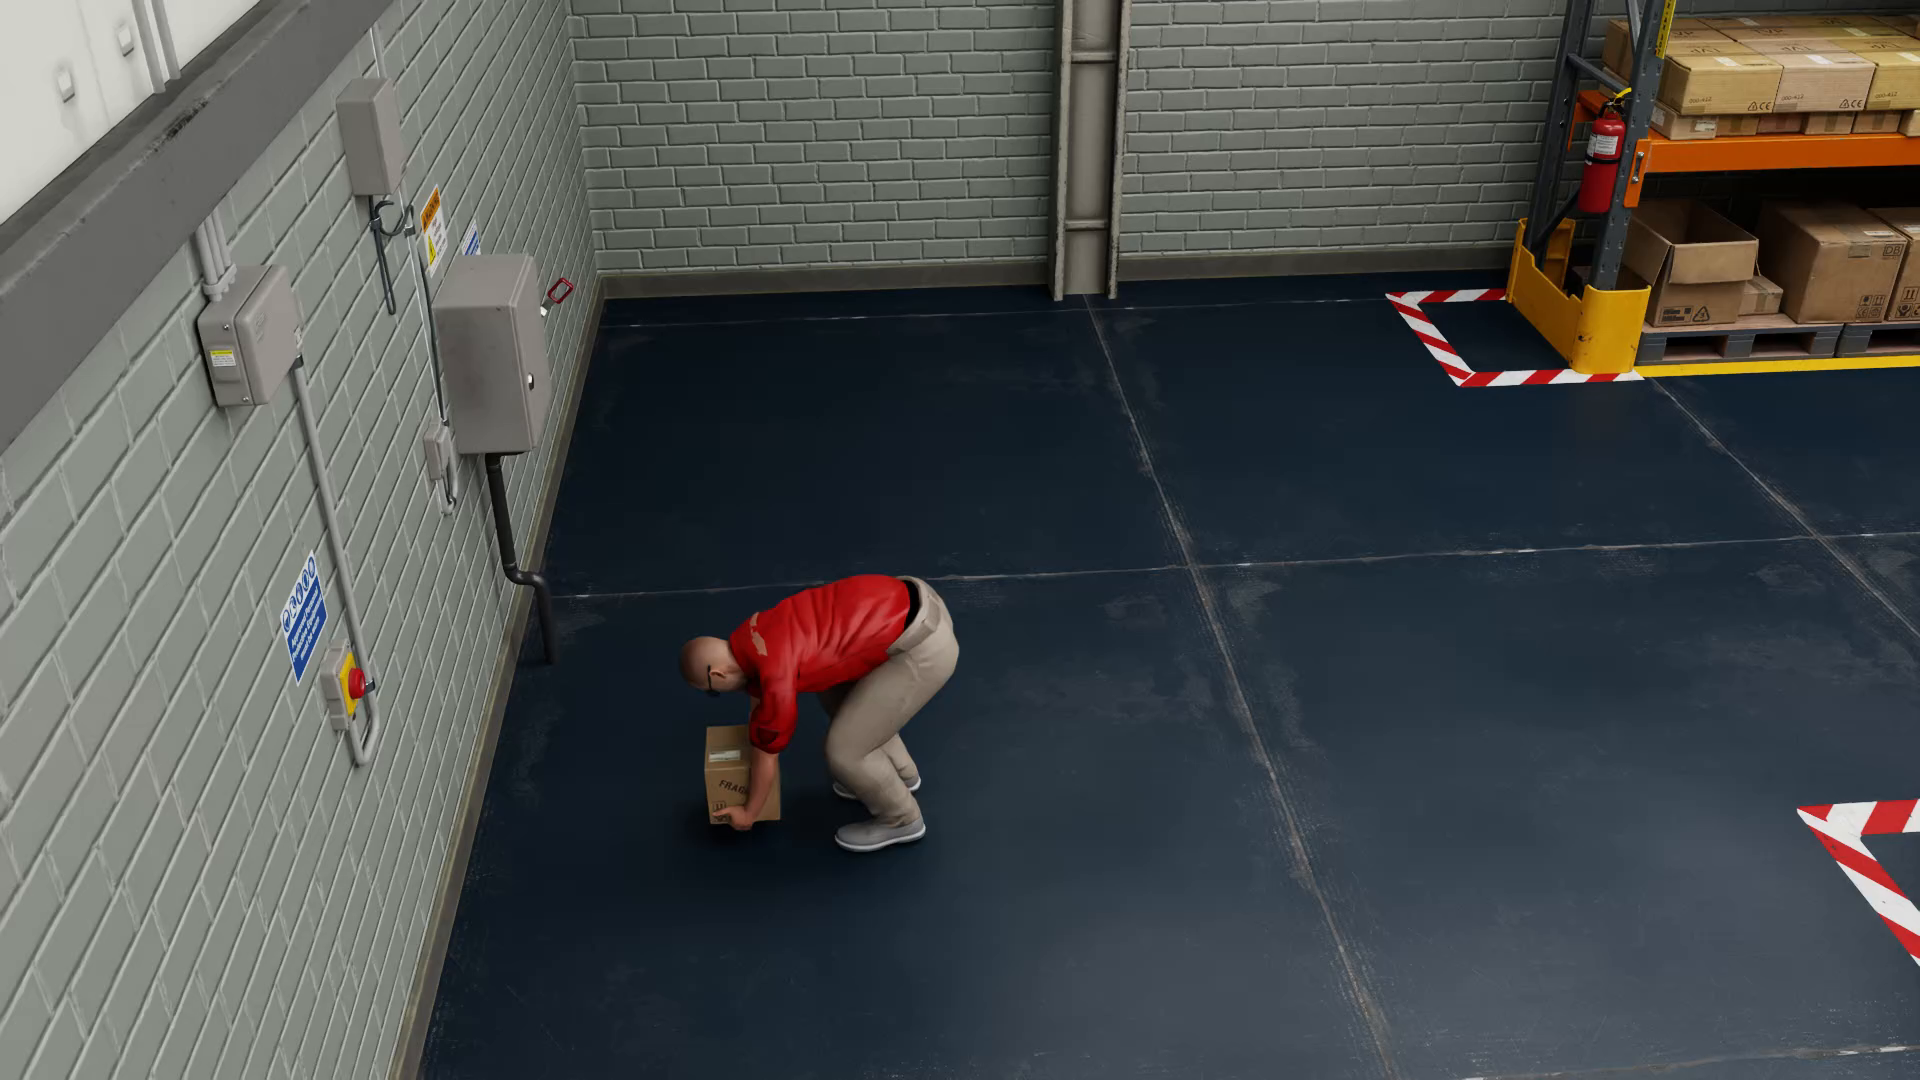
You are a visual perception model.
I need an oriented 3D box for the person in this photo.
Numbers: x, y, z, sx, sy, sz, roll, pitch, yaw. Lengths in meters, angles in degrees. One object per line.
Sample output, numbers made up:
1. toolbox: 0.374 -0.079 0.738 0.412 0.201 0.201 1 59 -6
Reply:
1. person: -0.486 0.606 5.869 0.958 0.974 0.528 -4 31 -7
